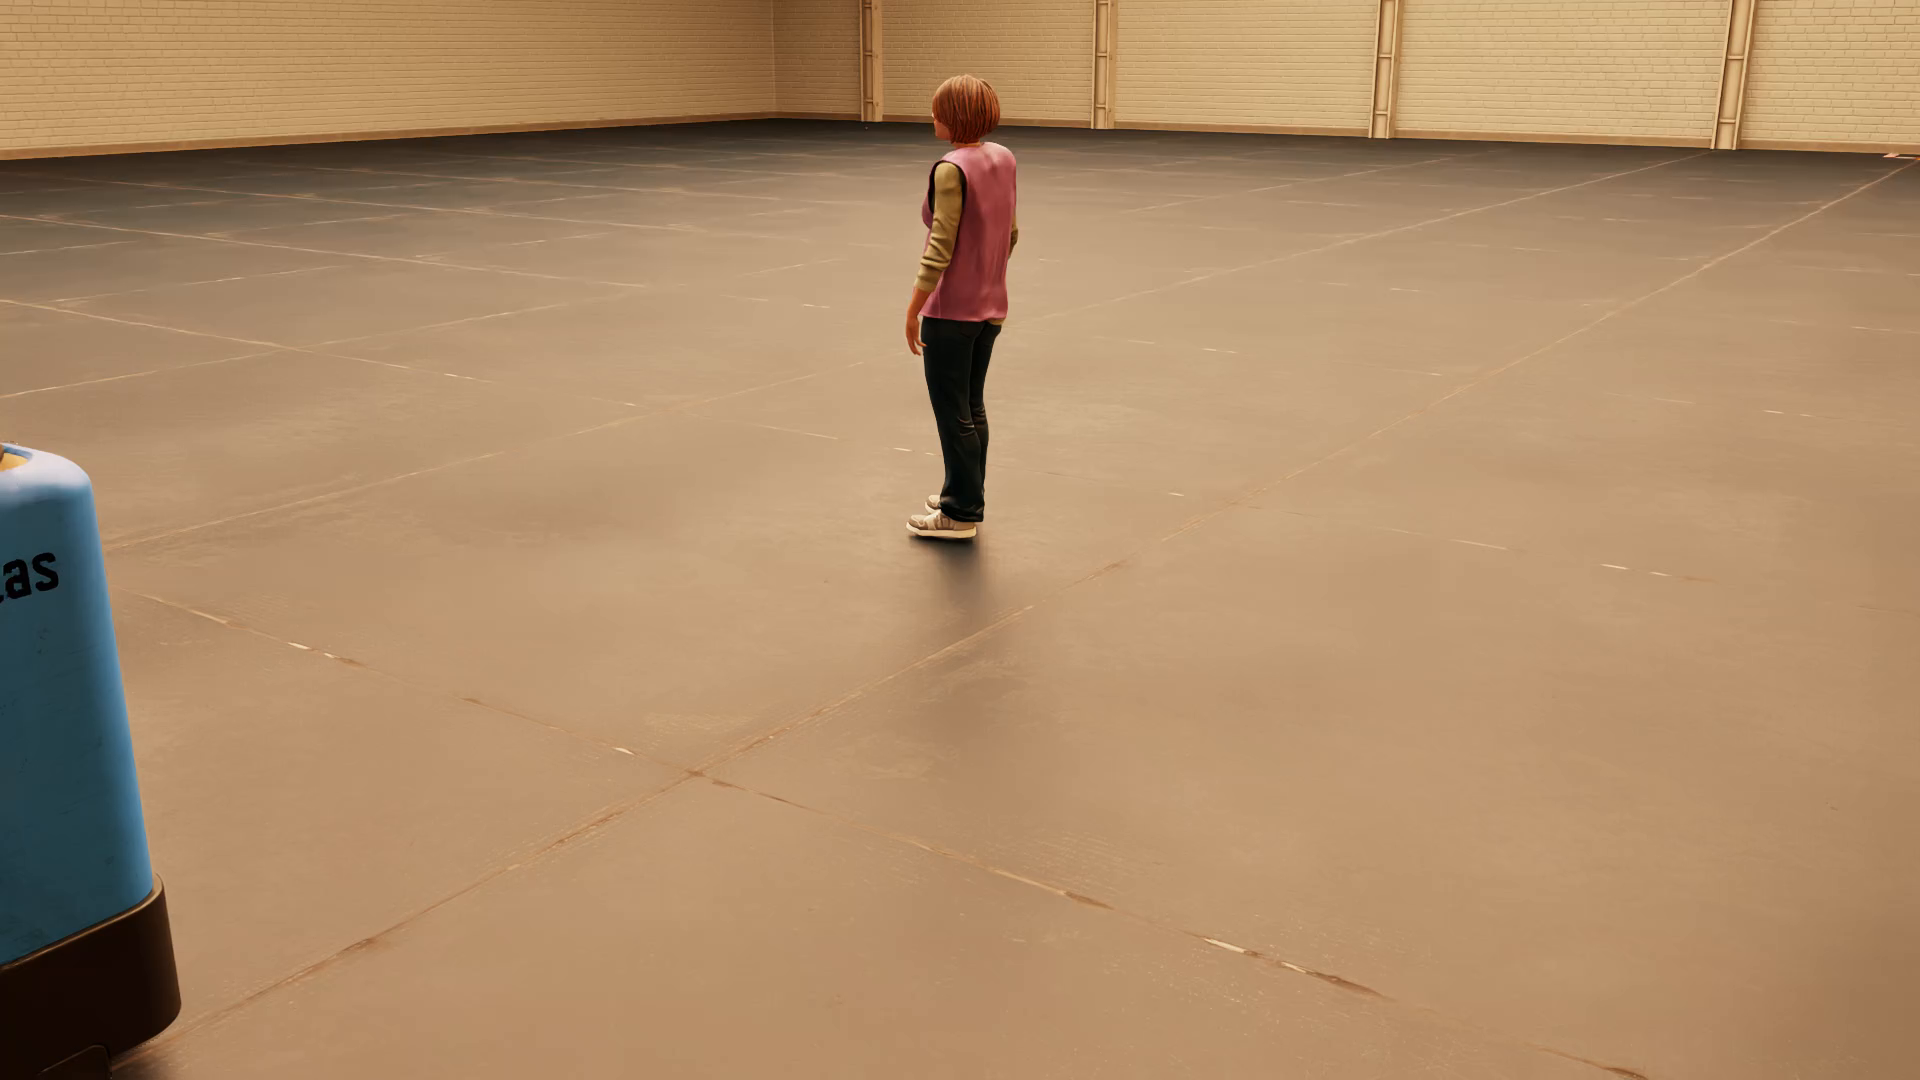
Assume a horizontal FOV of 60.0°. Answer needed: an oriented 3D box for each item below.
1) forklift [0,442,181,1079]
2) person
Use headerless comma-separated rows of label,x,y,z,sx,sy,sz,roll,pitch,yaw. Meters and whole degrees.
forklift,-2.587,-0.224,1.581,1.130,2.935,3.031,10,20,31
person,-0.053,-0.788,5.769,0.473,1.599,0.520,11,20,33
